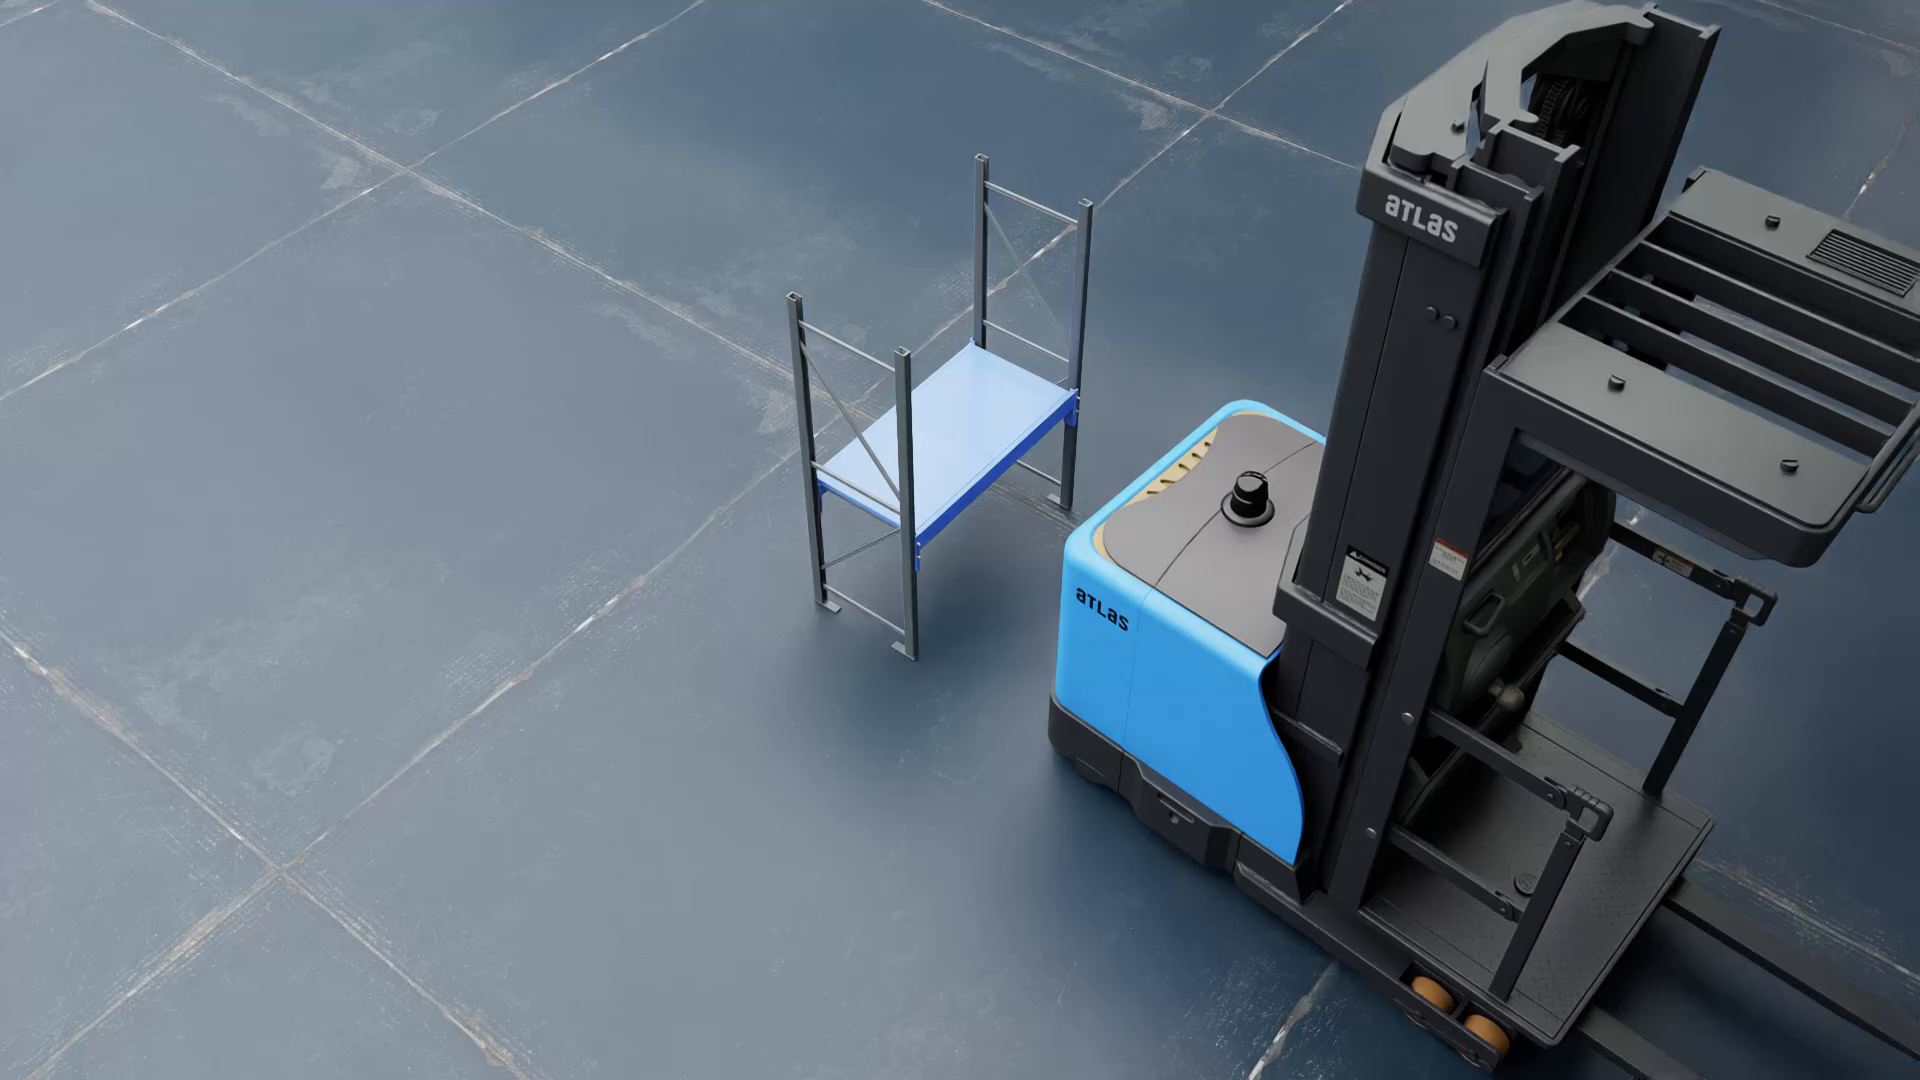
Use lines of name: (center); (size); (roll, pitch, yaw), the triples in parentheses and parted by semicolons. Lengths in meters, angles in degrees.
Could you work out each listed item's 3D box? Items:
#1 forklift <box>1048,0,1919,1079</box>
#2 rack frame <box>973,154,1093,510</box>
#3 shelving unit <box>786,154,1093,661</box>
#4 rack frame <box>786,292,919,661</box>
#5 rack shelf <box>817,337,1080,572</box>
forklift: (1.745, 0.194, 4.538); (3.031, 2.935, 1.130); (33, 55, 28)
rack frame: (0.259, -0.760, 6.439); (0.500, 1.500, 0.032); (29, 53, 25)
shelving unit: (-0.052, -0.469, 6.161); (0.538, 1.500, 1.048); (29, 53, 25)
rack frame: (-0.363, -0.178, 5.883); (0.500, 1.500, 0.032); (29, 53, 25)
rack shelf: (-0.052, -0.345, 6.291); (0.538, 0.185, 1.000); (29, 53, 25)
